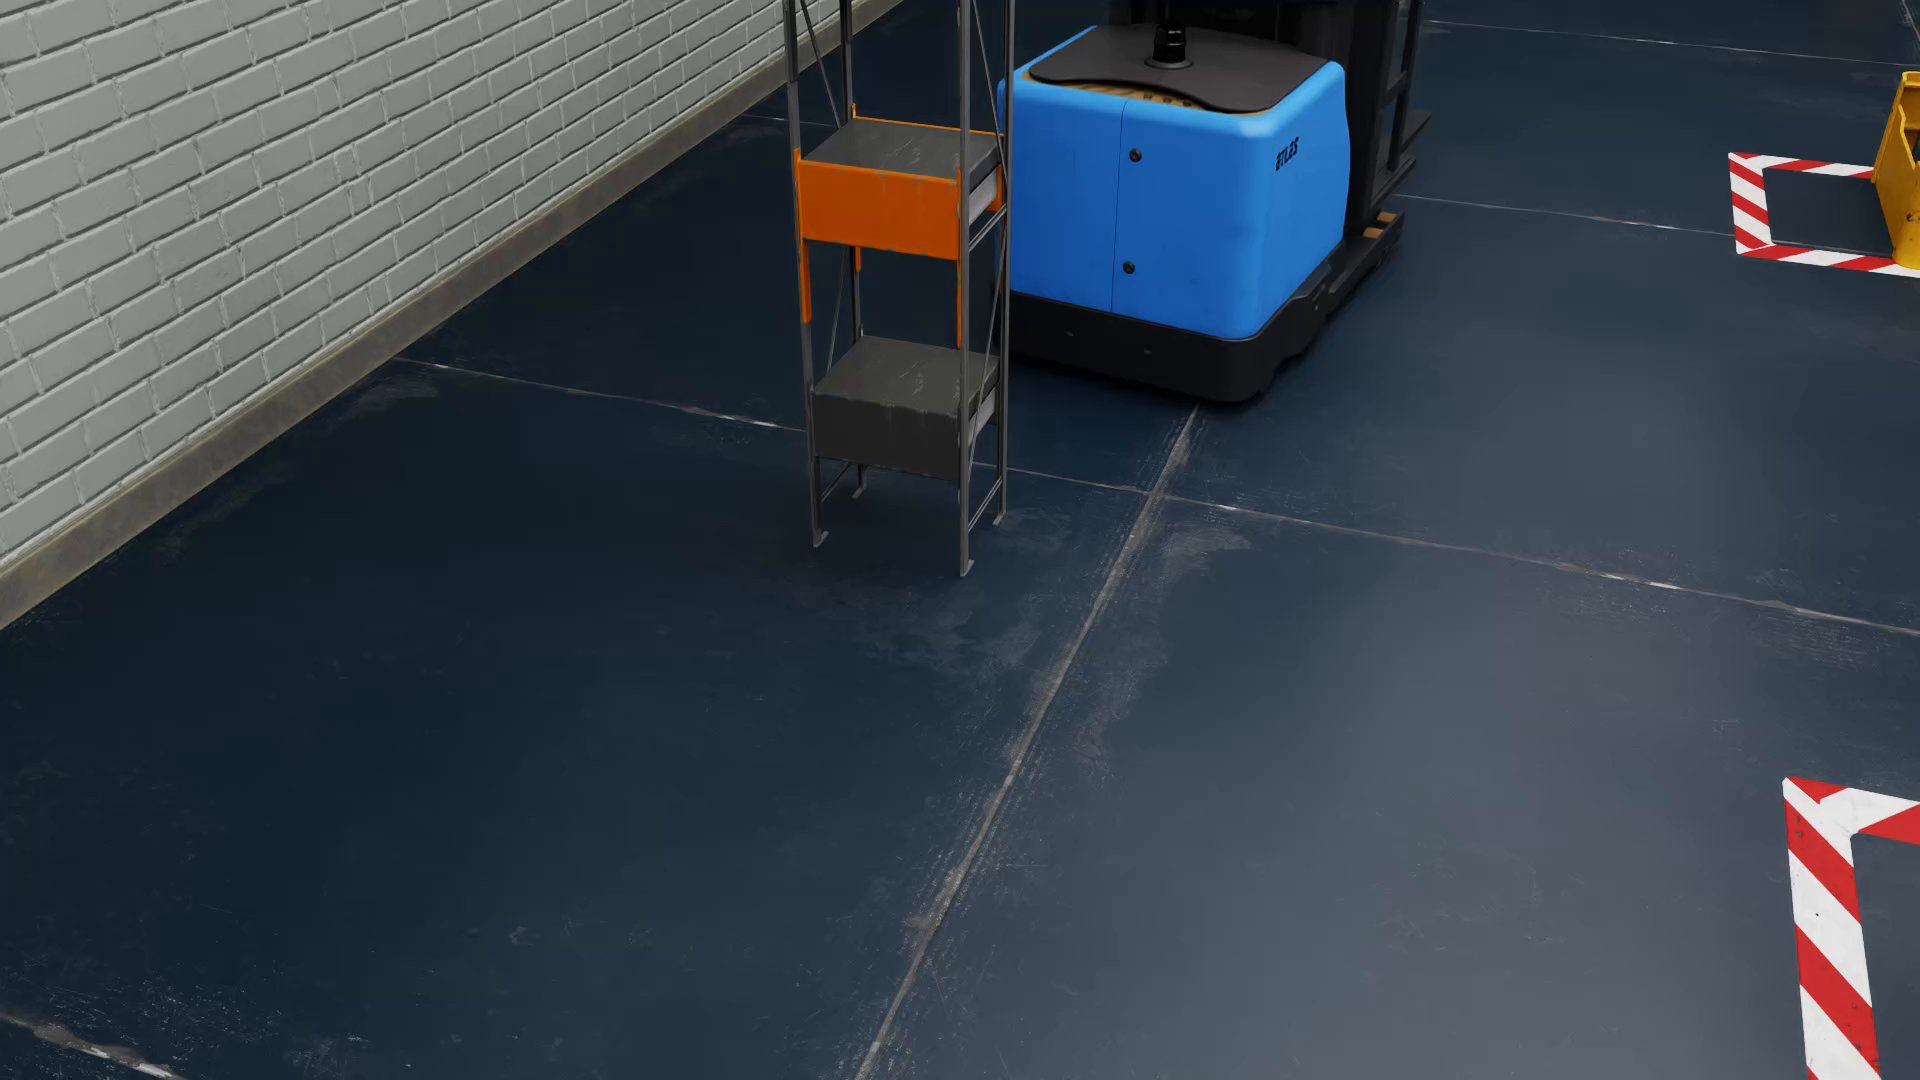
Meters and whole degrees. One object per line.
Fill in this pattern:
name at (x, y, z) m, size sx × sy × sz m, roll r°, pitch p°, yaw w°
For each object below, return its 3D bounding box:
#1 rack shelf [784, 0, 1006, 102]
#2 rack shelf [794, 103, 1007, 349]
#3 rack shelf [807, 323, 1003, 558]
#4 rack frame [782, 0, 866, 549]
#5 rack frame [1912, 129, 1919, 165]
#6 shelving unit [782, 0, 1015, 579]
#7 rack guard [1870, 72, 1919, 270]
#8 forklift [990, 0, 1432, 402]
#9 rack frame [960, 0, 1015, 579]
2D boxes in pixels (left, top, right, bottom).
rack shelf at (-0.156, -1.489, 4.355) m, size 0.480 × 0.518 × 0.431 m, roll 11°, pitch 34°, yaw 16°
rack shelf at (-0.156, -0.901, 4.735) m, size 0.480 × 0.518 × 0.431 m, roll 11°, pitch 34°, yaw 16°
rack shelf at (-0.156, -0.313, 5.114) m, size 0.480 × 0.518 × 0.431 m, roll 11°, pitch 34°, yaw 16°
rack frame at (-0.386, -0.957, 4.797) m, size 0.015 × 2.100 × 0.400 m, roll 11°, pitch 34°, yaw 16°
rack frame at (4.342, -2.679, 6.634) m, size 0.127 × 3.000 × 1.000 m, roll 11°, pitch 34°, yaw 16°
shelving unit at (-0.156, -0.912, 4.727) m, size 0.503 × 2.100 × 0.431 m, roll 11°, pitch 34°, yaw 16°
rack guard at (4.319, -1.633, 7.319) m, size 0.348 × 0.500 × 1.175 m, roll 11°, pitch 34°, yaw 16°
forklift at (1.262, -2.494, 6.410) m, size 1.130 × 2.935 × 3.031 m, roll 17°, pitch 36°, yaw 24°
rack frame at (0.074, -0.868, 4.658) m, size 0.015 × 2.100 × 0.400 m, roll 11°, pitch 34°, yaw 16°
